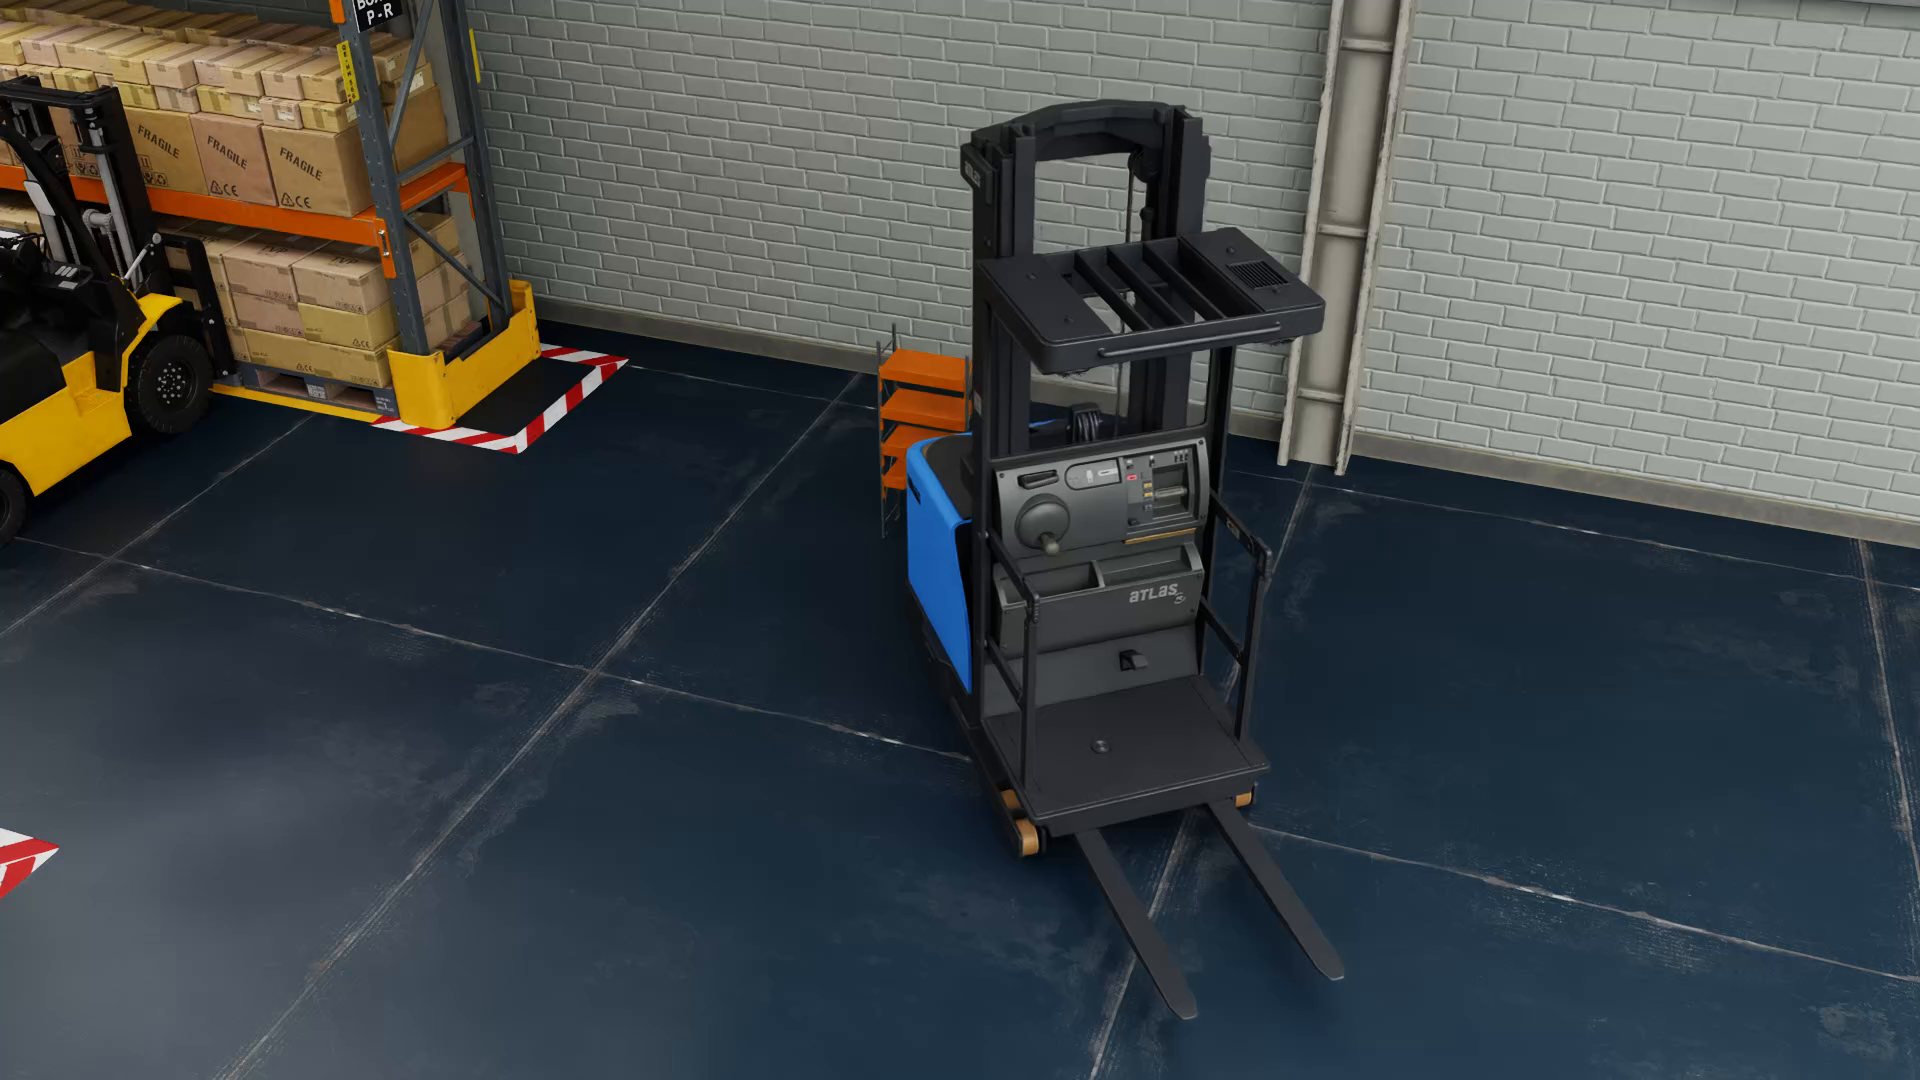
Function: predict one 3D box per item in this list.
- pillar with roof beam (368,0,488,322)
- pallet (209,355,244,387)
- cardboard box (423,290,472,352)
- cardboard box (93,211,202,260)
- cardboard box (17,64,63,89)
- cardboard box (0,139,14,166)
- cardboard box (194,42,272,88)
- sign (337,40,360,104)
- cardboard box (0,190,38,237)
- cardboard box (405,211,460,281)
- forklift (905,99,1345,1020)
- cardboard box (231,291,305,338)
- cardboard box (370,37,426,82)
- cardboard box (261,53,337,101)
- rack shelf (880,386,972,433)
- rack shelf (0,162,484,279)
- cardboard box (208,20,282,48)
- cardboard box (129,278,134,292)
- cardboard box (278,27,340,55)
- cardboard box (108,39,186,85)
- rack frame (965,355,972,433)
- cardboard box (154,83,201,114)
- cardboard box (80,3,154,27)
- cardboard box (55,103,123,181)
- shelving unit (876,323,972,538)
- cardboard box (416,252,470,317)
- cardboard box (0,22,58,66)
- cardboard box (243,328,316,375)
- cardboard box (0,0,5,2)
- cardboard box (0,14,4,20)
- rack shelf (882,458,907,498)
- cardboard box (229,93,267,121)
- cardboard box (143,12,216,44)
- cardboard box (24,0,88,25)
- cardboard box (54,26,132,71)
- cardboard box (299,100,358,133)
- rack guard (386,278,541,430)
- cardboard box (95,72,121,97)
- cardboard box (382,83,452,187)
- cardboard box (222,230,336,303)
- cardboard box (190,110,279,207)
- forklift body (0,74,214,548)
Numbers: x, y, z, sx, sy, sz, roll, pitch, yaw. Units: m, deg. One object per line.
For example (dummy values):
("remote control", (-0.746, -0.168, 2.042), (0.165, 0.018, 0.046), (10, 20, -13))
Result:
("pillar with roof beam", (-4.974, -3.174, 5.838), (0.400, 9.000, 9.100), (11, 34, 16))
("pallet", (-5.049, -1.436, 11.247), (1.213, 0.211, 1.003), (11, 34, 16))
("cardboard box", (-3.567, -1.475, 10.886), (0.500, 0.250, 0.500), (11, 34, 17))
("cardboard box", (-5.145, -1.905, 10.629), (0.500, 0.250, 0.500), (10, 34, 15))
("cardboard box", (-5.529, -2.869, 10.207), (0.250, 0.149, 0.380), (10, 34, 15))
("cardboard box", (-6.110, -2.737, 10.600), (0.500, 0.500, 0.500), (12, 35, 17))
("cardboard box", (-4.286, -2.809, 9.838), (0.250, 0.149, 0.380), (11, 35, 17))
("sign", (-3.367, -2.576, 9.156), (0.005, 0.325, 0.100), (11, 34, 16))
("cardboard box", (-6.108, -2.090, 10.916), (0.500, 0.250, 0.500), (11, 34, 17))
("cardboard box", (-3.559, -1.890, 10.607), (0.500, 0.250, 0.500), (10, 34, 16))
("forklift", (0.665, -0.124, 6.708), (1.130, 2.935, 3.031), (-10, 34, -15))
("cardboard box", (-4.203, -1.522, 10.498), (0.500, 0.250, 0.500), (11, 34, 16))
("cardboard box", (-3.415, -2.875, 9.940), (0.250, 0.149, 0.380), (10, 34, 16))
("cardboard box", (-3.821, -2.691, 9.656), (0.250, 0.149, 0.380), (11, 34, 17))
("rack shelf", (-0.156, -0.666, 8.855), (0.480, 0.148, 0.258), (11, 34, 16))
("rack shelf", (-5.053, -2.328, 10.722), (4.000, 0.370, 1.077), (11, 34, 16))
("cardboard box", (-4.387, -3.069, 10.242), (0.250, 0.149, 0.380), (12, 35, 18))
("cardboard box", (-5.165, -1.700, 10.772), (0.500, 0.250, 0.500), (11, 34, 16))
("cardboard box", (-3.903, -2.981, 10.105), (0.250, 0.149, 0.380), (12, 35, 17))
("cardboard box", (-4.814, -2.844, 9.893), (0.250, 0.149, 0.380), (12, 35, 17))
("rack frame", (0.074, -0.490, 8.870), (0.015, 1.200, 0.240), (11, 34, 16))
("cardboard box", (-4.562, -2.686, 9.922), (0.250, 0.149, 0.380), (10, 34, 15))
("cardboard box", (-5.339, -3.281, 10.570), (0.250, 0.149, 0.380), (11, 34, 16))
("cardboard box", (-5.167, -2.542, 10.298), (0.500, 0.500, 0.500), (11, 35, 17))
("shelving unit", (-0.156, -0.534, 8.939), (0.503, 1.200, 0.258), (11, 34, 16))
("cardboard box", (-3.543, -1.688, 10.754), (0.500, 0.250, 0.500), (12, 35, 17))
("cardboard box", (-5.755, -3.049, 10.211), (0.250, 0.149, 0.380), (10, 34, 16))
("cardboard box", (-4.184, -1.306, 10.624), (0.500, 0.250, 0.500), (11, 34, 16))
("cardboard box", (-6.311, -3.465, 10.854), (0.250, 0.149, 0.380), (10, 34, 15))
("cardboard box", (-6.216, -3.182, 10.417), (0.250, 0.149, 0.380), (10, 34, 16))
("rack shelf", (-0.156, -0.311, 9.084), (0.480, 0.148, 0.258), (11, 34, 16))
("cardboard box", (-4.066, -2.610, 9.804), (0.250, 0.149, 0.380), (12, 35, 17))
("cardboard box", (-4.861, -3.172, 10.401), (0.250, 0.149, 0.380), (11, 34, 17))
("cardboard box", (-5.801, -3.409, 10.769), (0.250, 0.149, 0.380), (10, 34, 16))
("cardboard box", (-5.256, -2.994, 10.126), (0.250, 0.149, 0.380), (11, 34, 17))
("cardboard box", (-3.591, -2.499, 9.634), (0.250, 0.149, 0.380), (12, 35, 17))
("rack guard", (-3.148, -1.210, 10.631), (0.348, 0.500, 1.175), (11, 34, 16))
("cardboard box", (-5.012, -2.813, 10.120), (0.250, 0.149, 0.380), (11, 34, 16))
("cardboard box", (-3.543, -2.539, 10.293), (0.500, 0.500, 0.500), (12, 35, 18))
("cardboard box", (-4.192, -1.721, 10.345), (0.500, 0.250, 0.500), (12, 35, 17))
("cardboard box", (-4.208, -2.362, 10.019), (0.500, 0.500, 0.500), (12, 35, 18))
("forklift body", (-5.571, -1.323, 9.285), (1.214, 2.155, 2.313), (11, 34, 16))
